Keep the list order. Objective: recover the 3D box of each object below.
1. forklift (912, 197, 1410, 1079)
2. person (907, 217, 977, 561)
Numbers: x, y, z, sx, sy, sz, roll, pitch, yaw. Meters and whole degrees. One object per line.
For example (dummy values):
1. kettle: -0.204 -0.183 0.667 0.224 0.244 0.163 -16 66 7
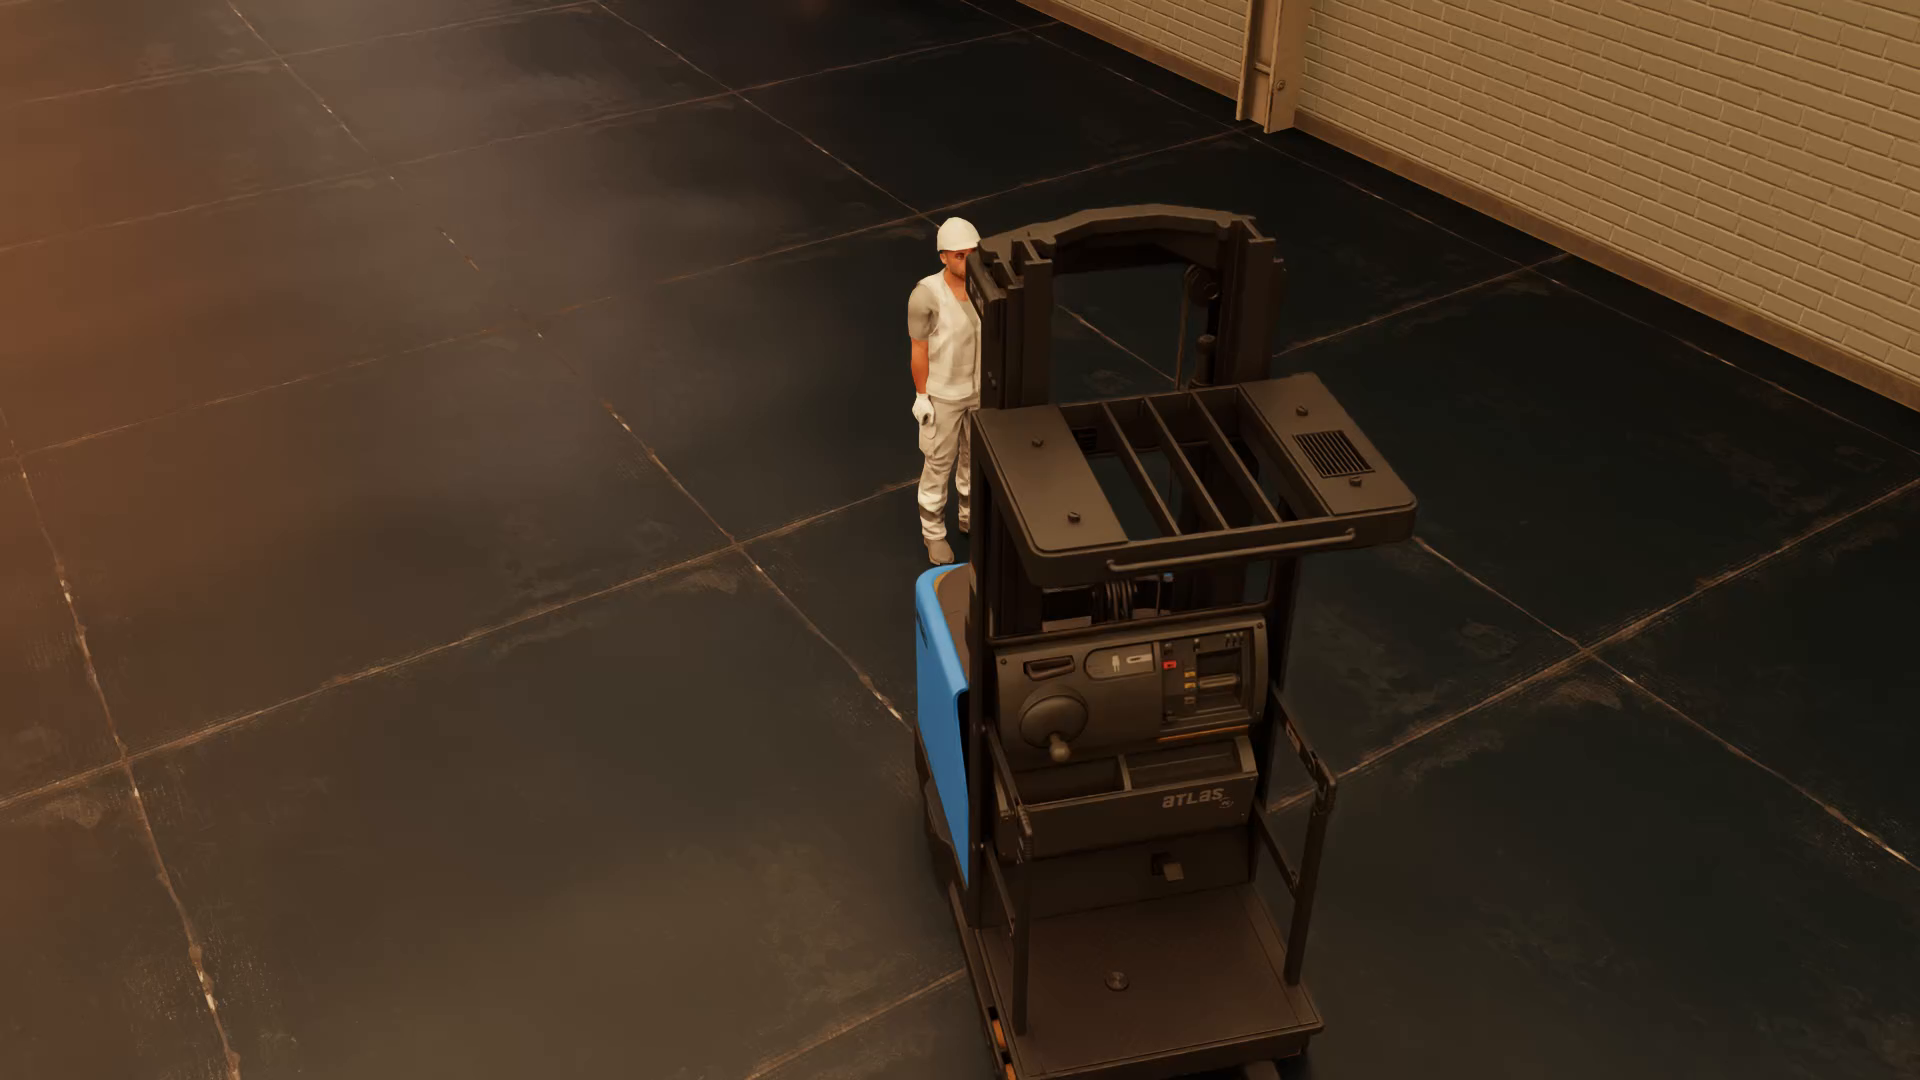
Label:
1. forklift: 0.614 0.531 5.391 1.130 2.935 3.031 -7 36 -10
2. person: 0.013 -0.730 8.180 0.536 1.795 0.370 -21 40 -27
